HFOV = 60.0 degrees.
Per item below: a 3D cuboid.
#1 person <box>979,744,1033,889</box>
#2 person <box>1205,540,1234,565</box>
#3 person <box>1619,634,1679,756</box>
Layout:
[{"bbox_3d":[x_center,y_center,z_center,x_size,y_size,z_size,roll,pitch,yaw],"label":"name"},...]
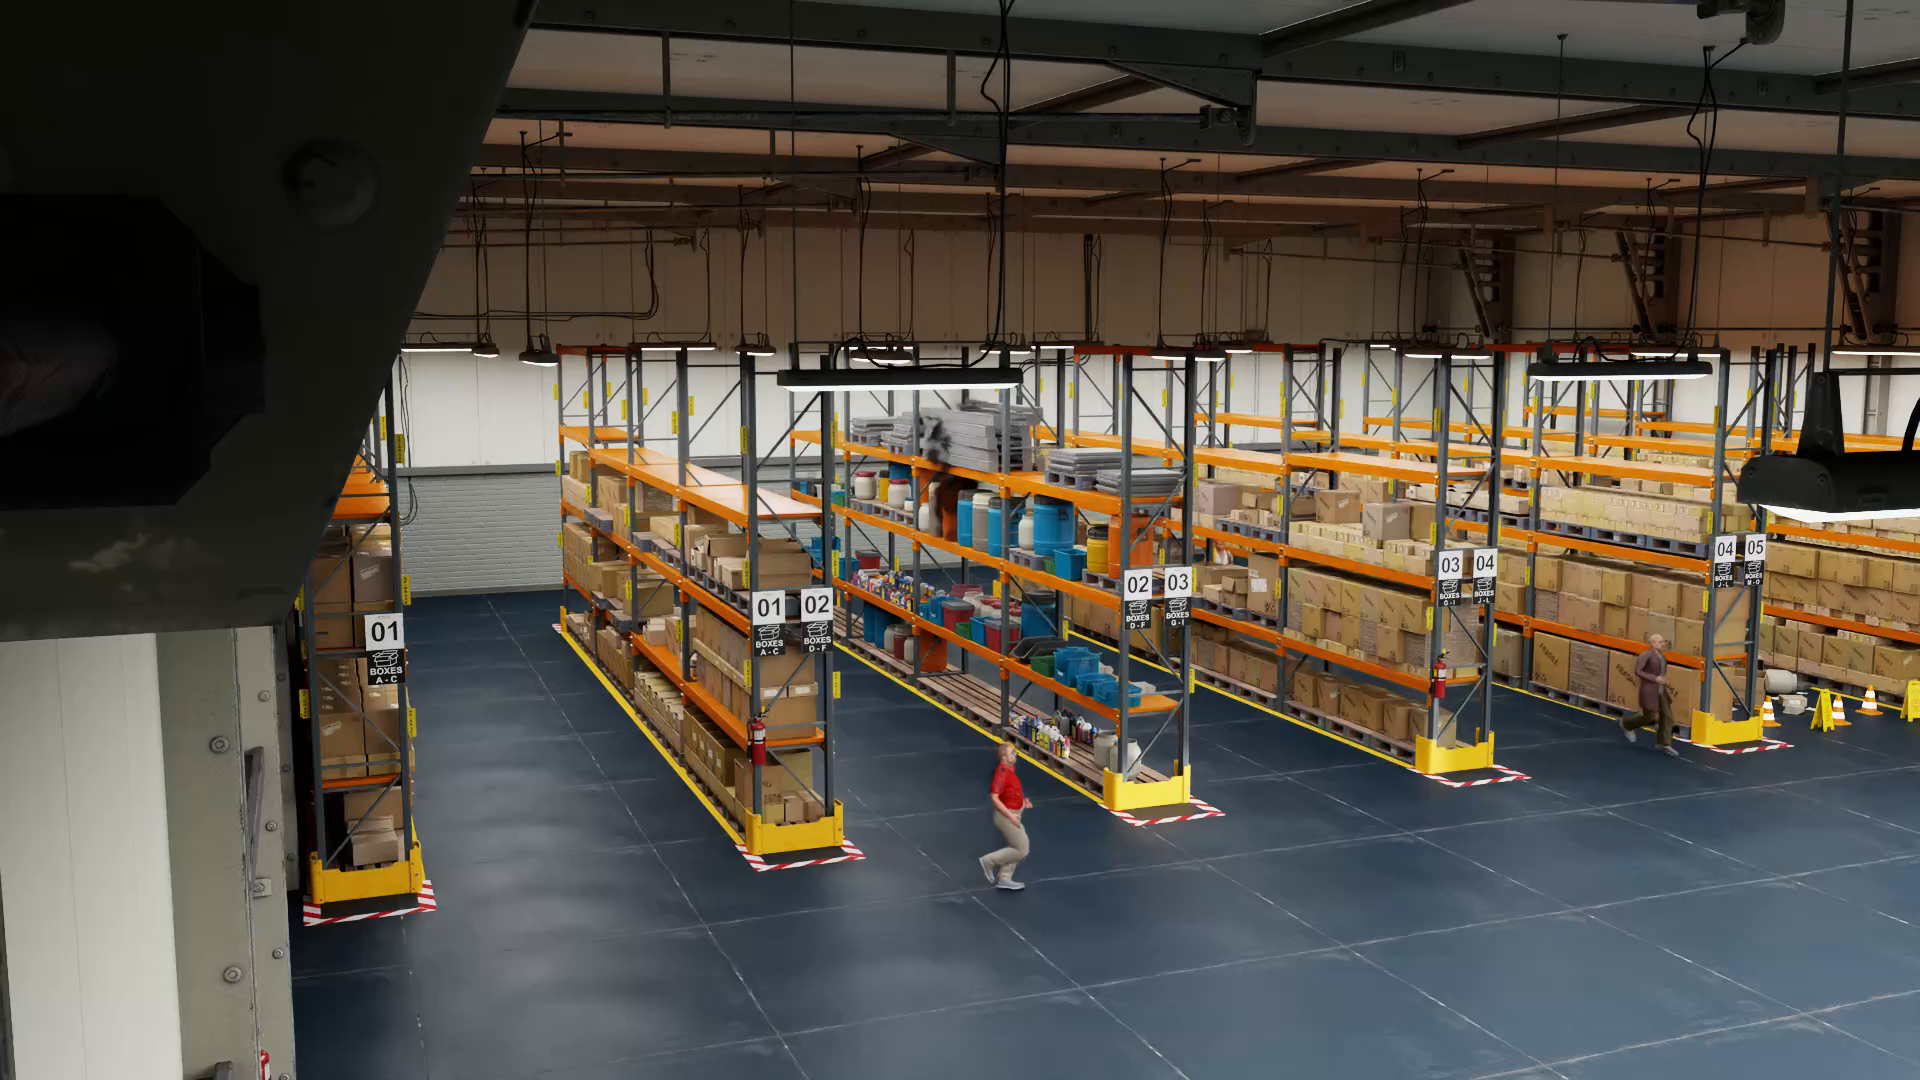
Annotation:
[{"bbox_3d":[0.523,3.126,18.778,0.601,1.676,0.678,0,7,2],"label":"person"},{"bbox_3d":[5.707,0.832,36.483,0.647,1.777,0.803,-2,7,-14],"label":"person"},{"bbox_3d":[10.398,2.295,25.036,0.747,1.789,0.963,-5,9,-32],"label":"person"}]
